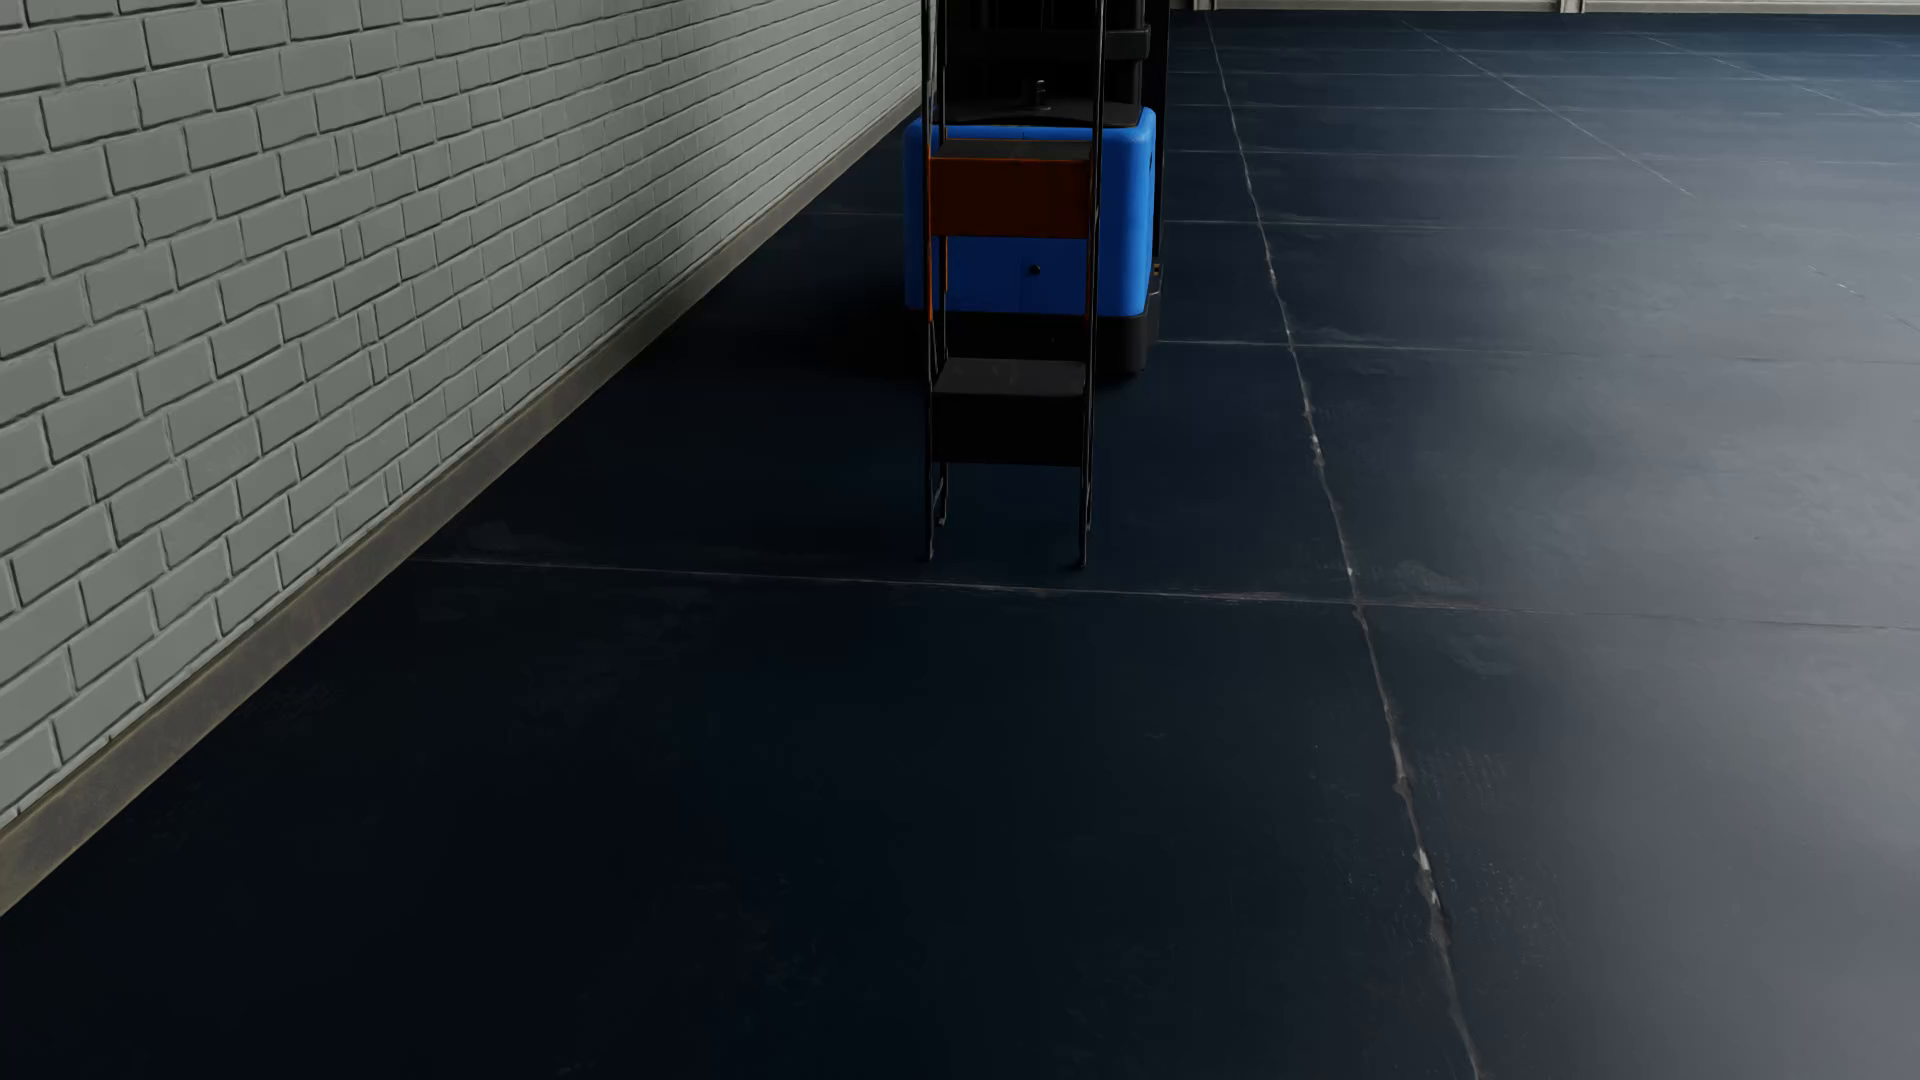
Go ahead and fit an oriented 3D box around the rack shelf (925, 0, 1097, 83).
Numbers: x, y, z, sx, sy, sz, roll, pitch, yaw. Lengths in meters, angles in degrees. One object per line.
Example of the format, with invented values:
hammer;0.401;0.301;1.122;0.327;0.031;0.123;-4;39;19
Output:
rack shelf;0.164;-1.608;4.783;0.480;0.518;0.431;2;22;6

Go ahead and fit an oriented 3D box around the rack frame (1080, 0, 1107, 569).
rack frame;0.407;-0.959;5.009;0.015;2.100;0.400;2;22;6

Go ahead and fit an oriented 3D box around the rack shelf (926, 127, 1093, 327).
rack shelf;0.164;-0.957;5.041;0.480;0.518;0.431;2;22;6

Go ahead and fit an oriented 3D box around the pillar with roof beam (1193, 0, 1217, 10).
pillar with roof beam;3.647;-11.619;22.589;0.400;9.000;9.100;2;22;6

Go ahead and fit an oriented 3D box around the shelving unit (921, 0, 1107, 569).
shelving unit;0.164;-0.969;5.036;0.503;2.100;0.431;2;22;6

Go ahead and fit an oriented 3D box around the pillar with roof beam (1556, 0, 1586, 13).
pillar with roof beam;9.605;-11.359;21.932;0.400;9.000;9.100;2;22;6

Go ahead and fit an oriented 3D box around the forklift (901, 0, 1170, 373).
forklift;0.468;-2.576;7.968;1.130;2.935;3.031;3;22;7

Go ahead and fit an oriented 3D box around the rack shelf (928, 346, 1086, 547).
rack shelf;0.164;-0.306;5.298;0.480;0.518;0.431;2;22;6

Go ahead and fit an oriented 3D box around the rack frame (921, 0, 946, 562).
rack frame;-0.078;-0.980;5.062;0.015;2.100;0.400;2;22;6
